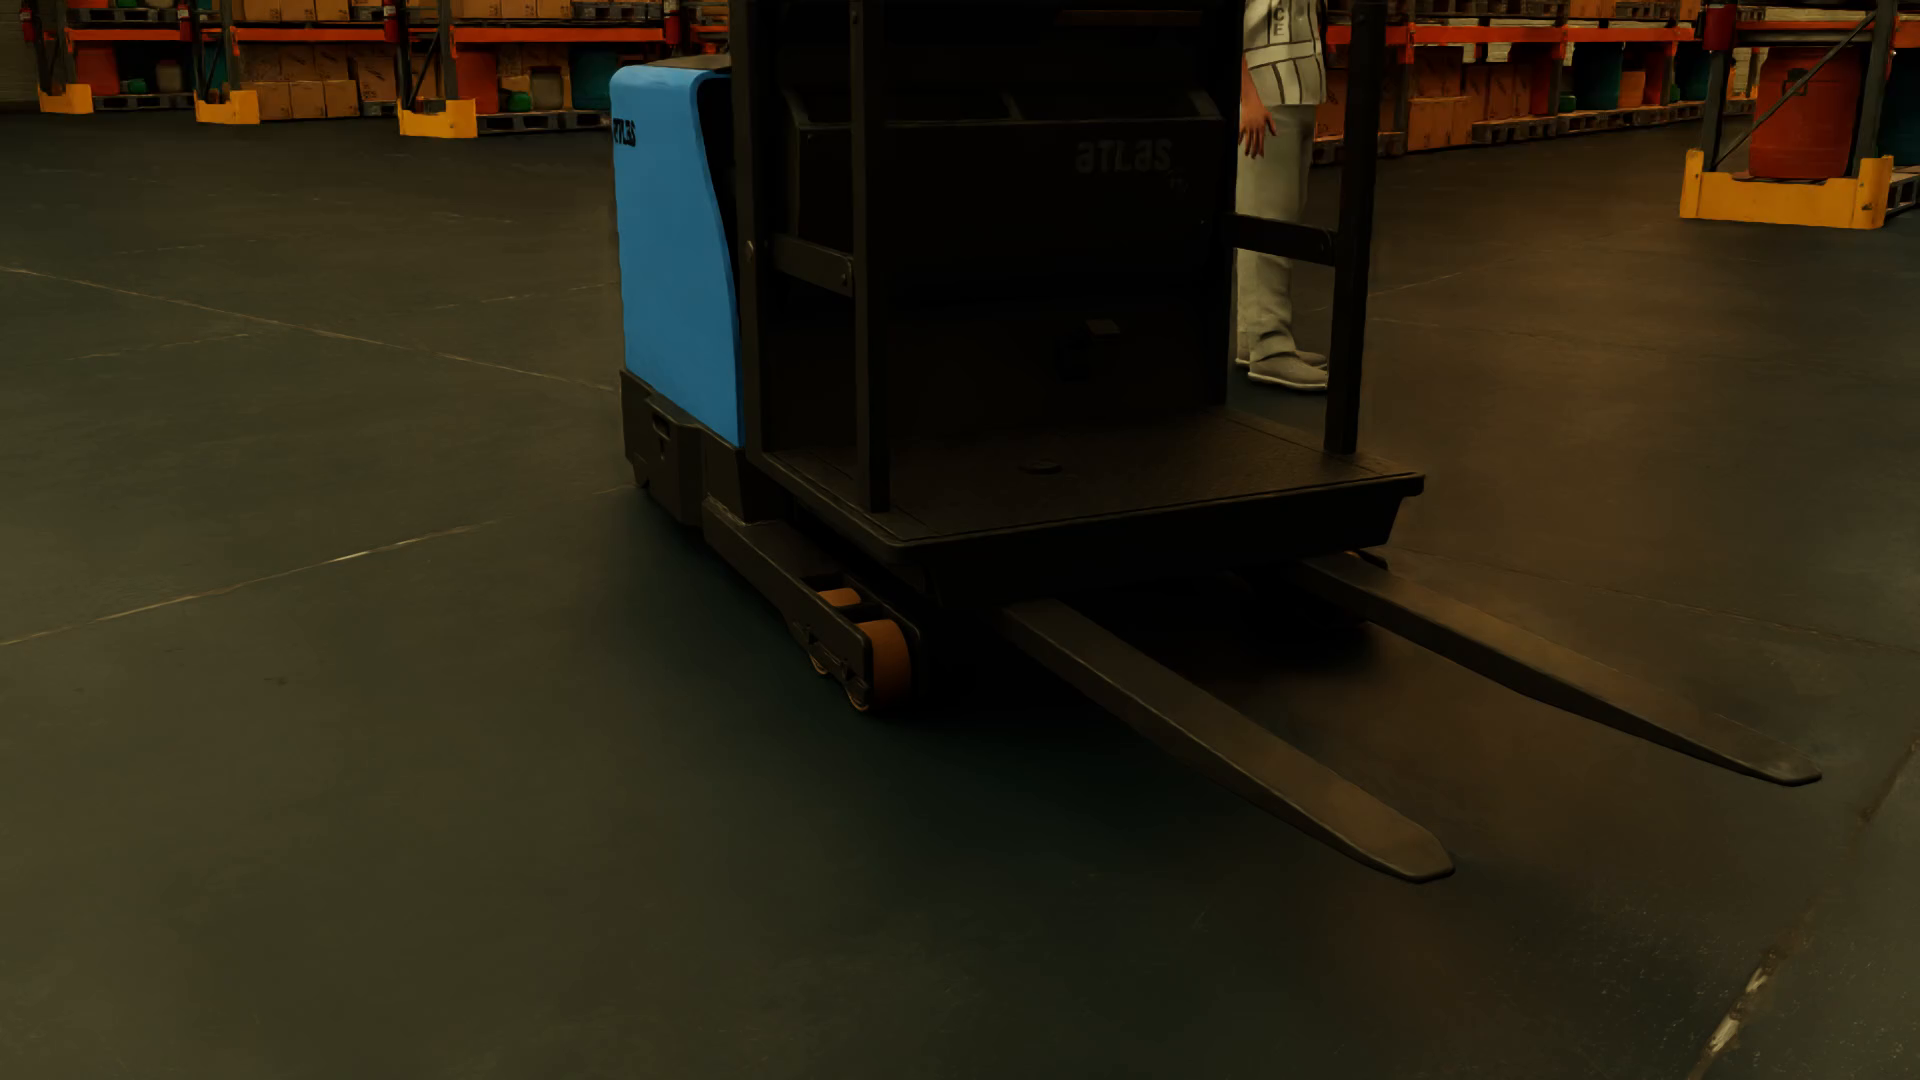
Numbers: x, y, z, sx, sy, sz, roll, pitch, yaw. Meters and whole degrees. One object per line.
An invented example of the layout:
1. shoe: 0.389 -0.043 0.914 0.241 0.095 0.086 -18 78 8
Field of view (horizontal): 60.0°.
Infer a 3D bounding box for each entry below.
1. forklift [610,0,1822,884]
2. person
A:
1. forklift: 0.187 -1.241 2.984 1.130 2.935 3.031 -8 19 -24
2. person: 1.124 -1.446 5.621 0.573 1.782 0.647 8 19 25
